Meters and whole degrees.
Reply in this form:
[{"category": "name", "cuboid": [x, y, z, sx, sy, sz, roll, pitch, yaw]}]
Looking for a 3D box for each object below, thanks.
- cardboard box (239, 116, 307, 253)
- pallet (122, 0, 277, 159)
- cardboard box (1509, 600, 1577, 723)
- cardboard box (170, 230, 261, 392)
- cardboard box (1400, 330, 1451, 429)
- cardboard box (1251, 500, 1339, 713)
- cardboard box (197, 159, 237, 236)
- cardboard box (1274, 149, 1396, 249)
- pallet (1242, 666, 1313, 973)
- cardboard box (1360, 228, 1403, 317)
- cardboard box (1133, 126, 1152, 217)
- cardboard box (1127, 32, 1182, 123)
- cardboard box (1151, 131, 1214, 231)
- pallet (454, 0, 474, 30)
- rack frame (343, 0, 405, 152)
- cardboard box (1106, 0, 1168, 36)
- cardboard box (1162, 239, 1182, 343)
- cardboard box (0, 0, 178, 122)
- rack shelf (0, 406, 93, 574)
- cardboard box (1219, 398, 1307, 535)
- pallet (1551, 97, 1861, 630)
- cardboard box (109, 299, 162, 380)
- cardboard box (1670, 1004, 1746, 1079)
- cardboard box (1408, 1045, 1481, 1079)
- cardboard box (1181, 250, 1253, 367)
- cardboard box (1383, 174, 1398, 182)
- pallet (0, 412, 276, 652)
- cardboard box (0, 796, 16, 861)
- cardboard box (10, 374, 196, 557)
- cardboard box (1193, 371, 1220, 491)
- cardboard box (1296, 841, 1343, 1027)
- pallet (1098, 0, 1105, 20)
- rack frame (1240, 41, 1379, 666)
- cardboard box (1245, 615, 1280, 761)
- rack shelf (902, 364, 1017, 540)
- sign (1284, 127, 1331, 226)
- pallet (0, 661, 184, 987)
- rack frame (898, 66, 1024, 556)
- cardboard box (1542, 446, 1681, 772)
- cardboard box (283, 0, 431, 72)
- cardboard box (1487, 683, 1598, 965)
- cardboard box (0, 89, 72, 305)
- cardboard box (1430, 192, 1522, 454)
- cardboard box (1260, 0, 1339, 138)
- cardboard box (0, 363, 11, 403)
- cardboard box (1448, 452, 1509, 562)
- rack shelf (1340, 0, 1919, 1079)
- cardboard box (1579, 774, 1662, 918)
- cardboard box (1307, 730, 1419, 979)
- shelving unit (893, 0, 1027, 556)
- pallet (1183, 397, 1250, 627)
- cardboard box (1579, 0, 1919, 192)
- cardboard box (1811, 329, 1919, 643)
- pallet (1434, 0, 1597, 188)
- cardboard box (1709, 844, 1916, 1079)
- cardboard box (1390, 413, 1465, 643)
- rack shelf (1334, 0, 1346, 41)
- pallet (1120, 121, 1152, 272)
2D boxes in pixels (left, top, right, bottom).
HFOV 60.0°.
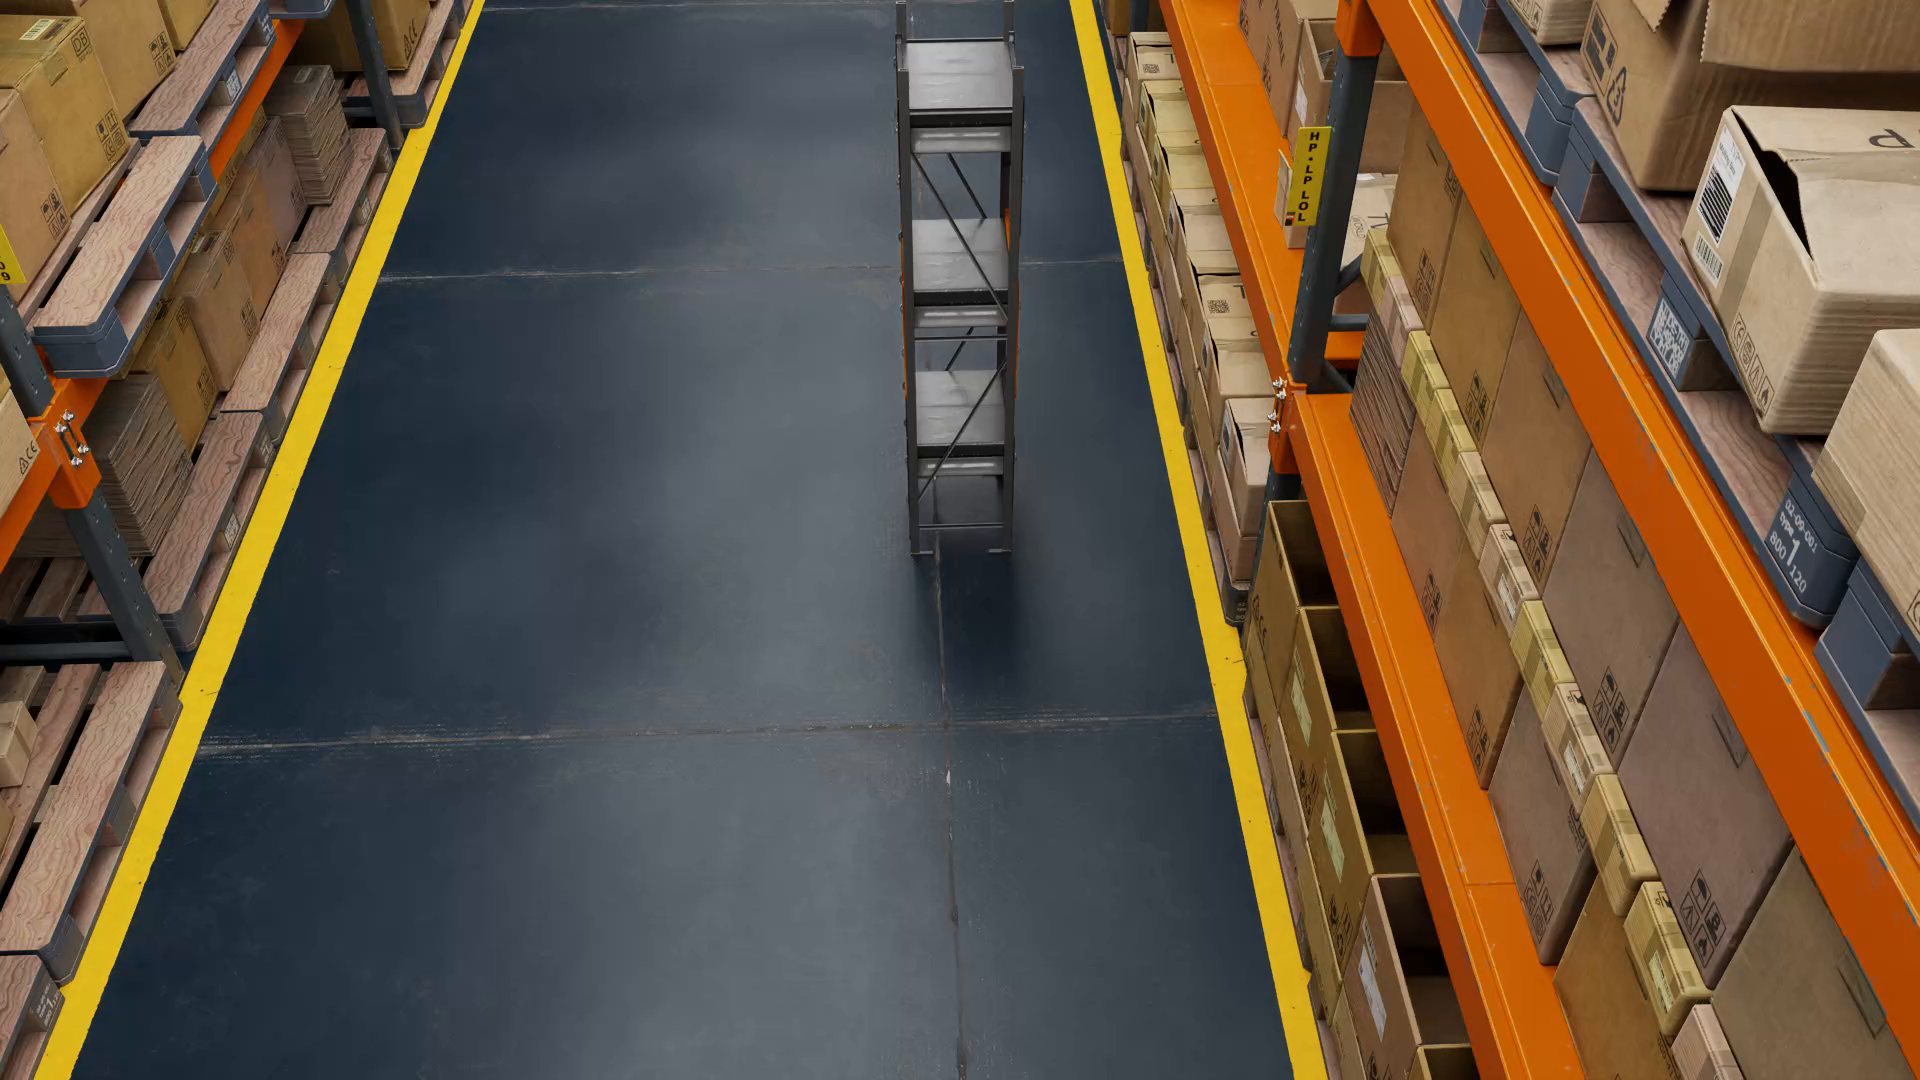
[{"category": "cardboard box", "cuboid": [-3.563, -1.653, 7.857, 0.700, 0.500, 0.500, -2, 43, -2]}, {"category": "pallet", "cuboid": [-3.426, -1.842, 6.681, 1.003, 0.211, 1.213, -2, 43, -2]}, {"category": "cardboard box", "cuboid": [1.455, 0.265, 3.687, 0.380, 0.149, 0.250, -2, 43, -2]}, {"category": "cardboard box", "cuboid": [-3.482, -0.977, 7.121, 0.700, 0.500, 0.500, -1, 43, -1]}, {"category": "cardboard box", "cuboid": [1.409, -0.437, 4.453, 0.380, 0.149, 0.250, -3, 43, -3]}, {"category": "cardboard box", "cuboid": [1.275, 0.212, 5.467, 0.500, 0.500, 0.500, -2, 43, -2]}, {"category": "cardboard box", "cuboid": [-3.480, -1.547, 7.187, 0.500, 0.250, 0.500, -2, 43, -2]}, {"category": "cardboard box", "cuboid": [1.347, -1.231, 5.972, 0.396, 0.266, 0.258, -3, 43, -3]}, {"category": "pallet", "cuboid": [1.560, 0.874, 5.640, 1.003, 0.211, 1.213, -2, 43, -2]}, {"category": "cardboard box", "cuboid": [1.386, -0.781, 4.828, 0.380, 0.149, 0.250, -2, 43, -2]}, {"category": "cardboard box", "cuboid": [1.149, -1.832, 8.253, 0.500, 0.250, 0.500, -3, 43, -3]}, {"category": "cardboard box", "cuboid": [1.127, -2.378, 8.434, 0.500, 0.311, 0.500, 0, 43, 0]}, {"category": "cardboard box", "cuboid": [1.177, -1.679, 7.671, 0.500, 0.311, 0.500, -3, 43, -3]}, {"category": "pallet", "cuboid": [-3.558, -3.576, 10.495, 1.003, 0.211, 1.213, -2, 43, -2]}, {"category": "rack frame", "cuboid": [-3.551, -3.248, 8.073, 1.000, 3.000, 0.127, -2, 43, -2]}, {"category": "cardboard box", "cuboid": [1.124, -3.258, 9.608, 0.500, 0.500, 0.500, 0, 43, 0]}, {"category": "cardboard box", "cuboid": [1.199, -1.135, 7.493, 0.500, 0.250, 0.500, -1, 43, -1]}, {"category": "cardboard box", "cuboid": [-3.444, -1.912, 6.216, 0.700, 0.500, 0.500, 4, 43, 4]}, {"category": "rack shelf", "cuboid": [-3.296, 1.068, 3.897, 1.077, 0.370, 4.000, -2, 43, -2]}, {"category": "cardboard box", "cuboid": [1.264, -0.305, 6.172, 0.500, 0.311, 0.500, -2, 43, -2]}, {"category": "pallet", "cuboid": [1.679, -0.368, 2.778, 1.003, 0.211, 1.213, -2, 43, -2]}, {"category": "cardboard box", "cuboid": [-3.451, -0.858, 6.436, 0.500, 0.250, 0.500, -2, 43, -3]}, {"category": "cardboard box", "cuboid": [1.499, 0.961, 2.928, 0.380, 0.149, 0.250, -1, 43, -1]}, {"category": "cardboard box", "cuboid": [1.361, 1.563, 3.994, 0.500, 0.500, 0.500, -2, 43, -2]}, {"category": "cardboard box", "cuboid": [1.217, -0.993, 6.923, 0.500, 0.311, 0.500, -2, 43, -2]}, {"category": "cardboard box", "cuboid": [1.734, -1.203, 6.029, 0.380, 0.149, 0.250, -2, 43, -2]}, {"category": "pallet", "cuboid": [-3.416, -0.045, 6.643, 1.003, 0.211, 1.213, -2, 43, -2]}, {"category": "cardboard box", "cuboid": [-3.297, 0.912, 5.060, 0.500, 0.500, 0.500, -5, 43, -5]}, {"category": "cardboard box", "cuboid": [-3.429, -0.284, 6.365, 0.700, 0.500, 0.500, 0, 43, 0]}, {"category": "cardboard box", "cuboid": [1.241, -0.446, 6.741, 0.500, 0.250, 0.500, -2, 43, -2]}, {"category": "cardboard box", "cuboid": [1.317, 1.164, 4.984, 0.500, 0.250, 0.500, -2, 43, -2]}, {"category": "pallet", "cuboid": [1.355, -3.691, 10.621, 1.003, 0.211, 1.213, -2, 43, -2]}, {"category": "rack frame", "cuboid": [1.568, -0.692, 5.285, 1.000, 3.000, 0.127, -2, 43, -2]}, {"category": "cardboard box", "cuboid": [1.285, 0.489, 5.721, 0.500, 0.250, 0.500, -2, 43, -2]}, {"category": "rack shelf", "cuboid": [-0.007, -0.360, 6.645, 0.431, 0.518, 0.480, -2, 43, -2]}, {"category": "sign", "cuboid": [1.026, -1.067, 4.896, 0.100, 0.325, 0.005, -2, 43, -2]}, {"category": "pallet", "cuboid": [-3.317, 0.933, 5.576, 1.003, 0.211, 1.213, -2, 43, -2]}, {"category": "rack frame", "cuboid": [0.003, -0.721, 5.983, 0.400, 2.100, 0.015, -2, 43, -2]}, {"category": "cardboard box", "cuboid": [1.657, 0.109, 3.377, 0.700, 0.500, 0.500, -2, 43, -2]}, {"category": "cardboard box", "cuboid": [-3.451, -3.110, 9.203, 0.750, 0.750, 0.750, -2, 43, -2]}, {"category": "cardboard box", "cuboid": [1.662, 0.611, 3.789, 0.700, 0.500, 0.500, 0, 43, -1]}, {"category": "cardboard box", "cuboid": [-3.369, -1.091, 5.321, 0.700, 0.500, 0.500, -2, 43, -2]}, {"category": "cardboard box", "cuboid": [1.616, -0.567, 4.114, 0.700, 0.500, 0.500, -2, 43, -2]}, {"category": "cardboard box", "cuboid": [1.508, -1.941, 6.574, 0.500, 0.500, 0.500, -2, 43, -2]}, {"category": "cardboard box", "cuboid": [-3.052, -0.465, 4.579, 0.500, 0.500, 0.500, -2, 43, -2]}, {"category": "cardboard box", "cuboid": [1.430, -0.091, 4.076, 0.380, 0.149, 0.250, -3, 43, -3]}, {"category": "rack shelf", "cuboid": [1.653, -0.182, 3.041, 1.077, 0.370, 4.000, -2, 43, -2]}, {"category": "cardboard box", "cuboid": [1.475, 0.606, 3.315, 0.380, 0.149, 0.250, -1, 43, -1]}, {"category": "cardboard box", "cuboid": [1.317, 0.888, 4.731, 0.500, 0.500, 0.500, -2, 43, -2]}, {"category": "shelving unit", "cuboid": [-0.007, -0.886, 6.162, 0.431, 2.100, 0.503, -2, 43, -2]}, {"category": "pallet", "cuboid": [1.498, -0.160, 6.769, 1.003, 0.211, 1.213, -2, 43, -2]}, {"category": "cardboard box", "cuboid": [1.512, -0.927, 2.830, 0.797, 0.503, 0.637, 3, 43, 3]}, {"category": "cardboard box", "cuboid": [1.425, -0.018, 2.027, 0.500, 0.250, 0.500, -2, 43, -2]}, {"category": "pallet", "cuboid": [1.630, -1.190, 3.674, 1.003, 0.211, 1.213, -2, 43, -2]}, {"category": "cardboard box", "cuboid": [1.701, 0.787, 2.637, 0.700, 0.500, 0.500, -3, 43, -3]}, {"category": "cardboard box", "cuboid": [1.622, -0.074, 4.536, 0.700, 0.500, 0.500, -2, 43, -2]}, {"category": "rack shelf", "cuboid": [1.483, -2.883, 5.987, 1.077, 0.370, 4.000, -2, 43, -2]}, {"category": "pallet", "cuboid": [1.394, -1.807, 8.566, 1.003, 0.211, 1.213, -2, 43, -2]}]
